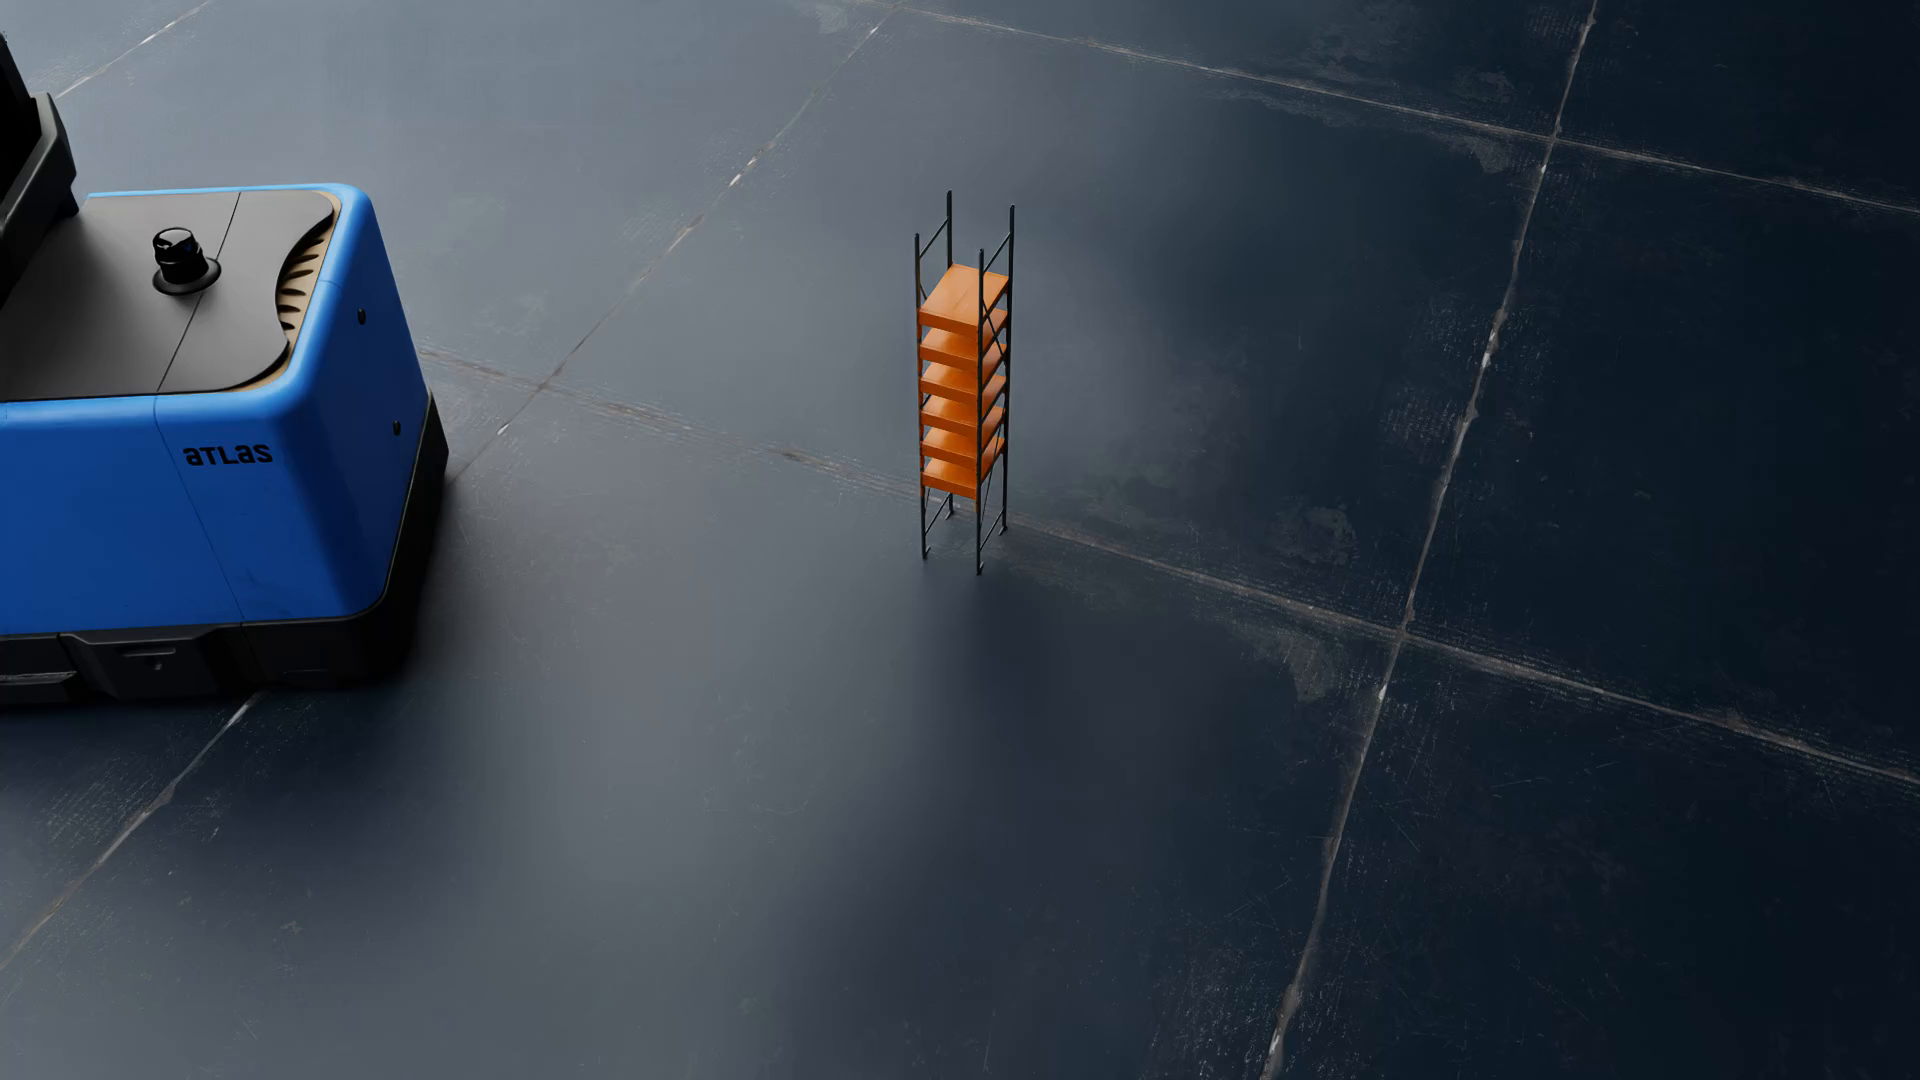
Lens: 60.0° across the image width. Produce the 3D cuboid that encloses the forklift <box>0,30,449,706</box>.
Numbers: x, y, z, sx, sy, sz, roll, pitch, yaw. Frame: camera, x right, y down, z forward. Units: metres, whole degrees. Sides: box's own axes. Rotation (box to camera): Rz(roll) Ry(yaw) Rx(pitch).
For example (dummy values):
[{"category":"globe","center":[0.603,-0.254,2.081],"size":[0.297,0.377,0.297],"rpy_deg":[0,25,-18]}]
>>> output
[{"category":"forklift","center":[-3.149,-0.892,4.069],"size":[3.031,2.935,1.130],"rpy_deg":[-3,45,-3]}]

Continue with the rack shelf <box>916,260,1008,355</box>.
[{"category":"rack shelf","center":[0.013,-0.645,4.600],"size":[0.180,0.103,0.258],"rpy_deg":[16,47,16]}]

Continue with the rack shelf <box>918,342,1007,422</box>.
[{"category":"rack shelf","center":[0.013,-0.475,4.770],"size":[0.180,0.103,0.258],"rpy_deg":[16,47,16]}]

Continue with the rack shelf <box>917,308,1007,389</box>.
[{"category":"rack shelf","center":[0.013,-0.560,4.685],"size":[0.180,0.103,0.258],"rpy_deg":[16,47,16]}]

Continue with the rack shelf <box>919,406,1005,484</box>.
[{"category":"rack shelf","center":[0.013,-0.305,4.939],"size":[0.180,0.103,0.258],"rpy_deg":[16,47,16]}]

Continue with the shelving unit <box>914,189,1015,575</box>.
[{"category":"shelving unit","center":[0.013,-0.421,4.823],"size":[0.189,1.200,0.258],"rpy_deg":[16,47,16]}]

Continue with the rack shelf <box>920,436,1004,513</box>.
[{"category":"rack shelf","center":[0.013,-0.220,5.023],"size":[0.180,0.103,0.258],"rpy_deg":[16,47,16]}]

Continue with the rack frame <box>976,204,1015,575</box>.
[{"category":"rack frame","center":[0.098,-0.397,4.798],"size":[0.006,1.200,0.240],"rpy_deg":[16,47,16]}]

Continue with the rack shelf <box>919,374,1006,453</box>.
[{"category":"rack shelf","center":[0.013,-0.390,4.854],"size":[0.180,0.103,0.258],"rpy_deg":[16,47,16]}]

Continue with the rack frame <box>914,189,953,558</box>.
[{"category":"rack frame","center":[-0.071,-0.446,4.848],"size":[0.006,1.200,0.240],"rpy_deg":[16,47,16]}]
